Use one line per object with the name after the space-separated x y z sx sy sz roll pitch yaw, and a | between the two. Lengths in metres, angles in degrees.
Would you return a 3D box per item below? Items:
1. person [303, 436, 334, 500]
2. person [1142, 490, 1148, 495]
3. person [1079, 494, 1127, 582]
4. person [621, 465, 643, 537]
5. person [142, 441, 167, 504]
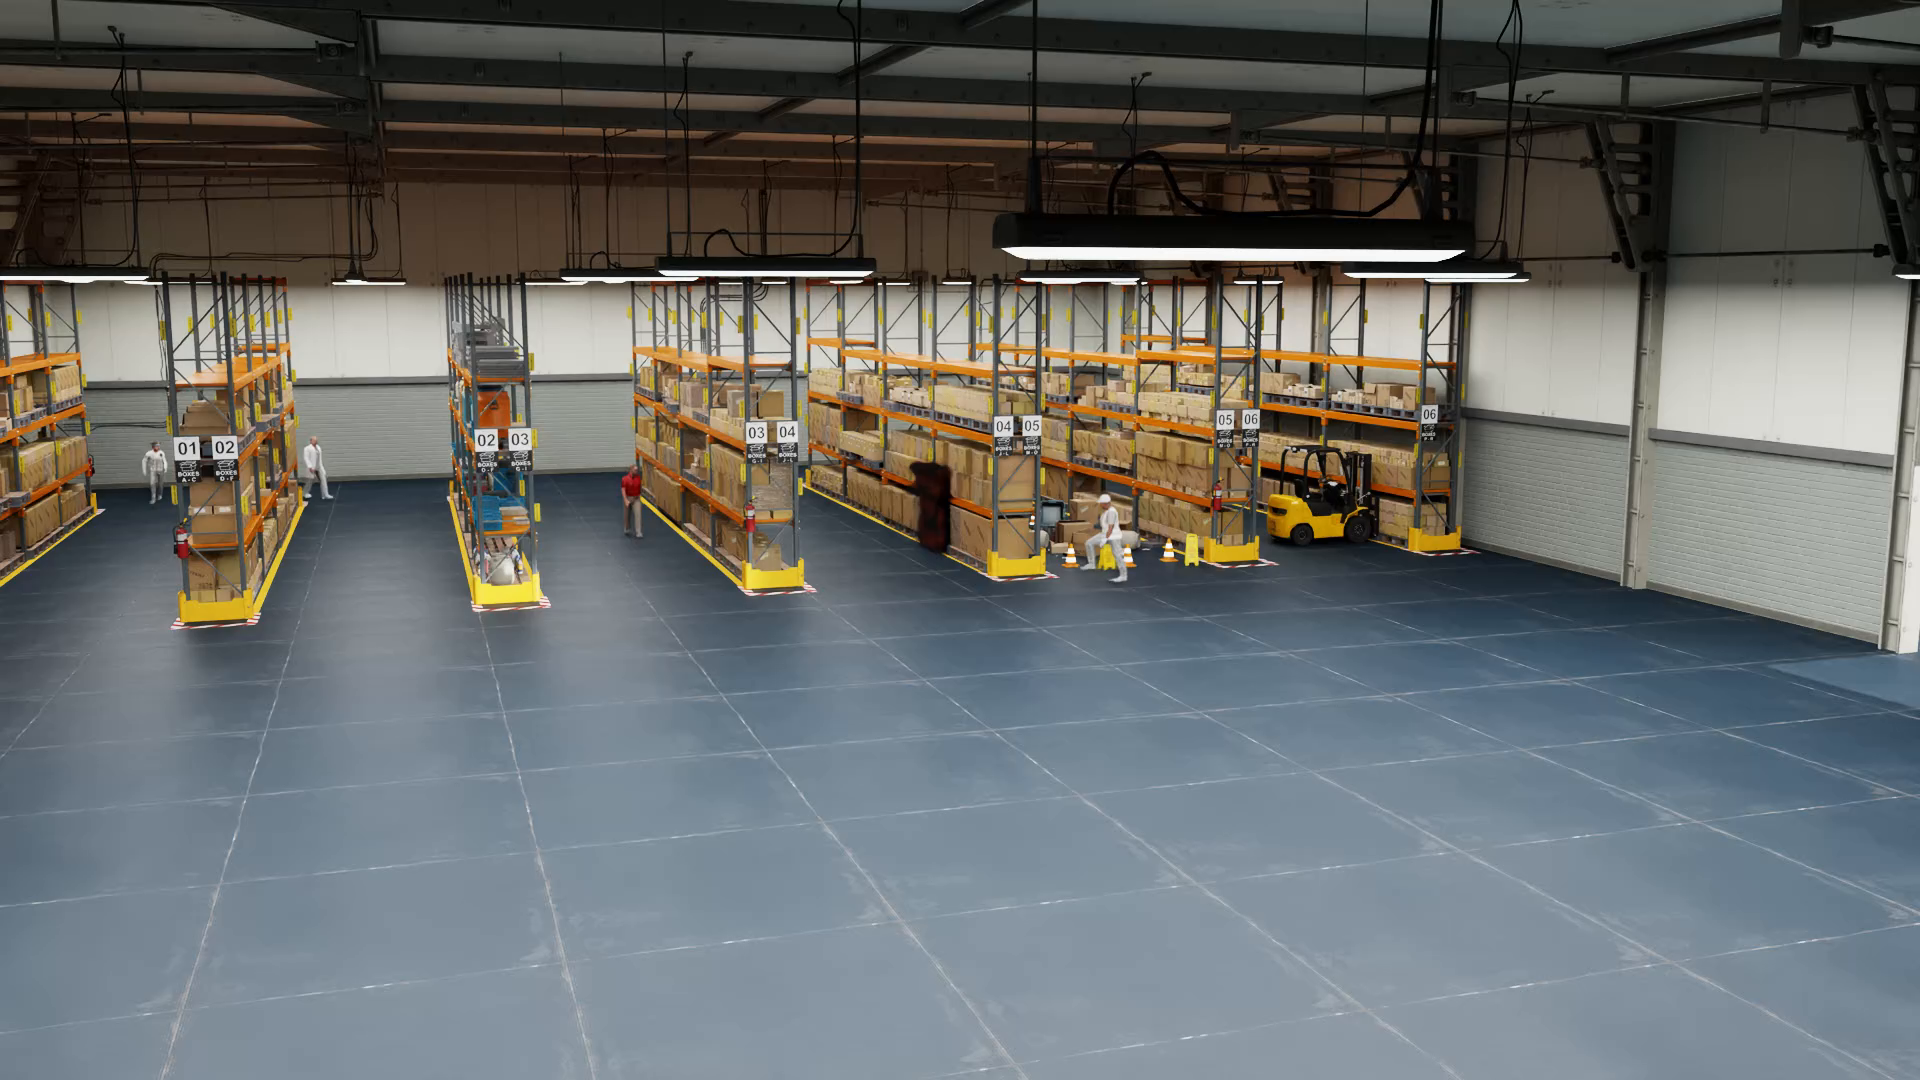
-17.546 -1.961 45.264 1.102 1.736 0.627 7 11 39 | person
5.281 -2.125 46.312 0.625 1.763 0.575 -3 9 -18 | person
2.842 -0.026 32.325 0.925 1.734 0.544 -5 10 -30 | person
-7.621 -0.918 38.562 0.487 1.673 1.048 -3 9 -18 | person
-21.710 -1.821 44.858 0.602 1.691 0.869 -3 9 -19 | person
